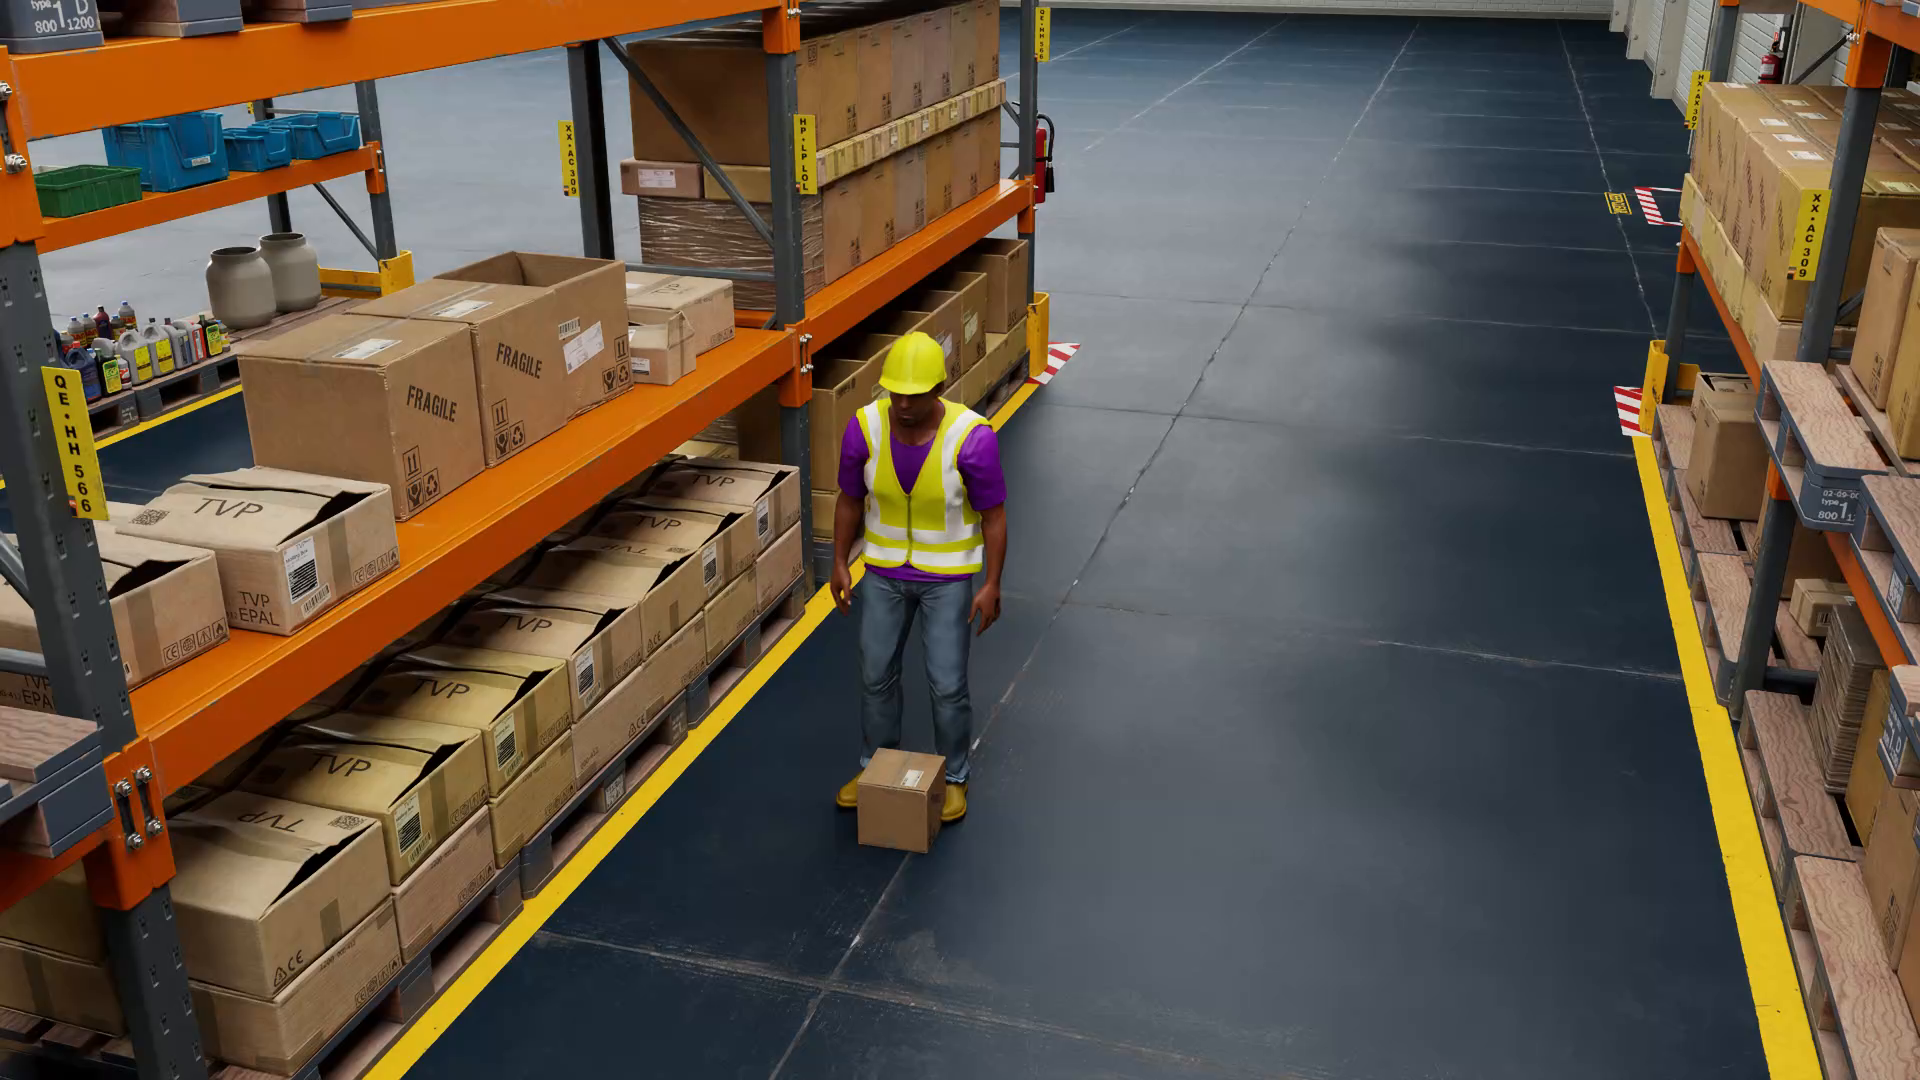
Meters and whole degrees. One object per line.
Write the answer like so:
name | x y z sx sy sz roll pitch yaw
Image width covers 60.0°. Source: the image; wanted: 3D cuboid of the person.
person | -0.153 0.126 5.749 0.625 1.760 0.460 6 23 15
